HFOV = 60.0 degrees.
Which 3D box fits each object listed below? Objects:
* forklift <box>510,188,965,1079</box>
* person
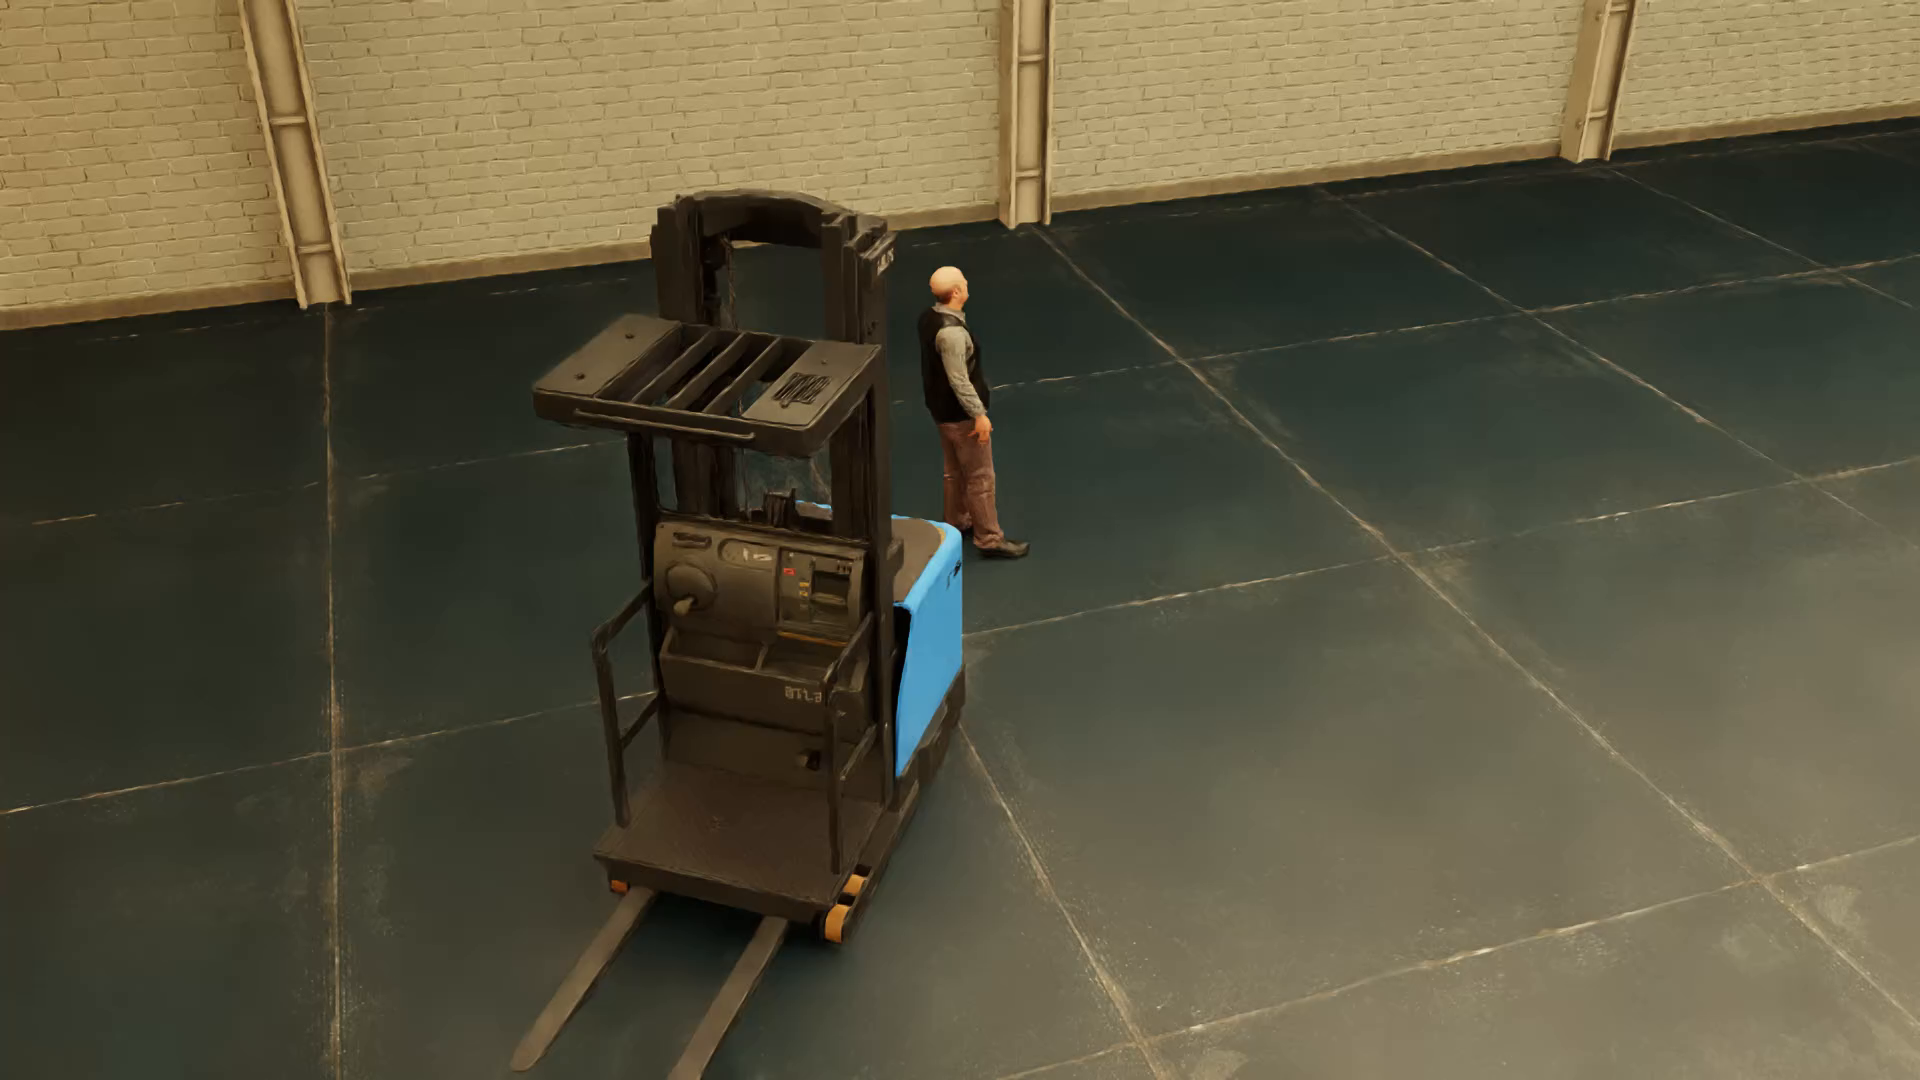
[{"bbox_3d":[-0.901,0.214,6.716,1.130,2.935,3.031,9,31,15],"label":"forklift"},{"bbox_3d":[0.062,-0.758,9.604,0.567,1.720,0.632,-10,31,-16],"label":"person"}]
